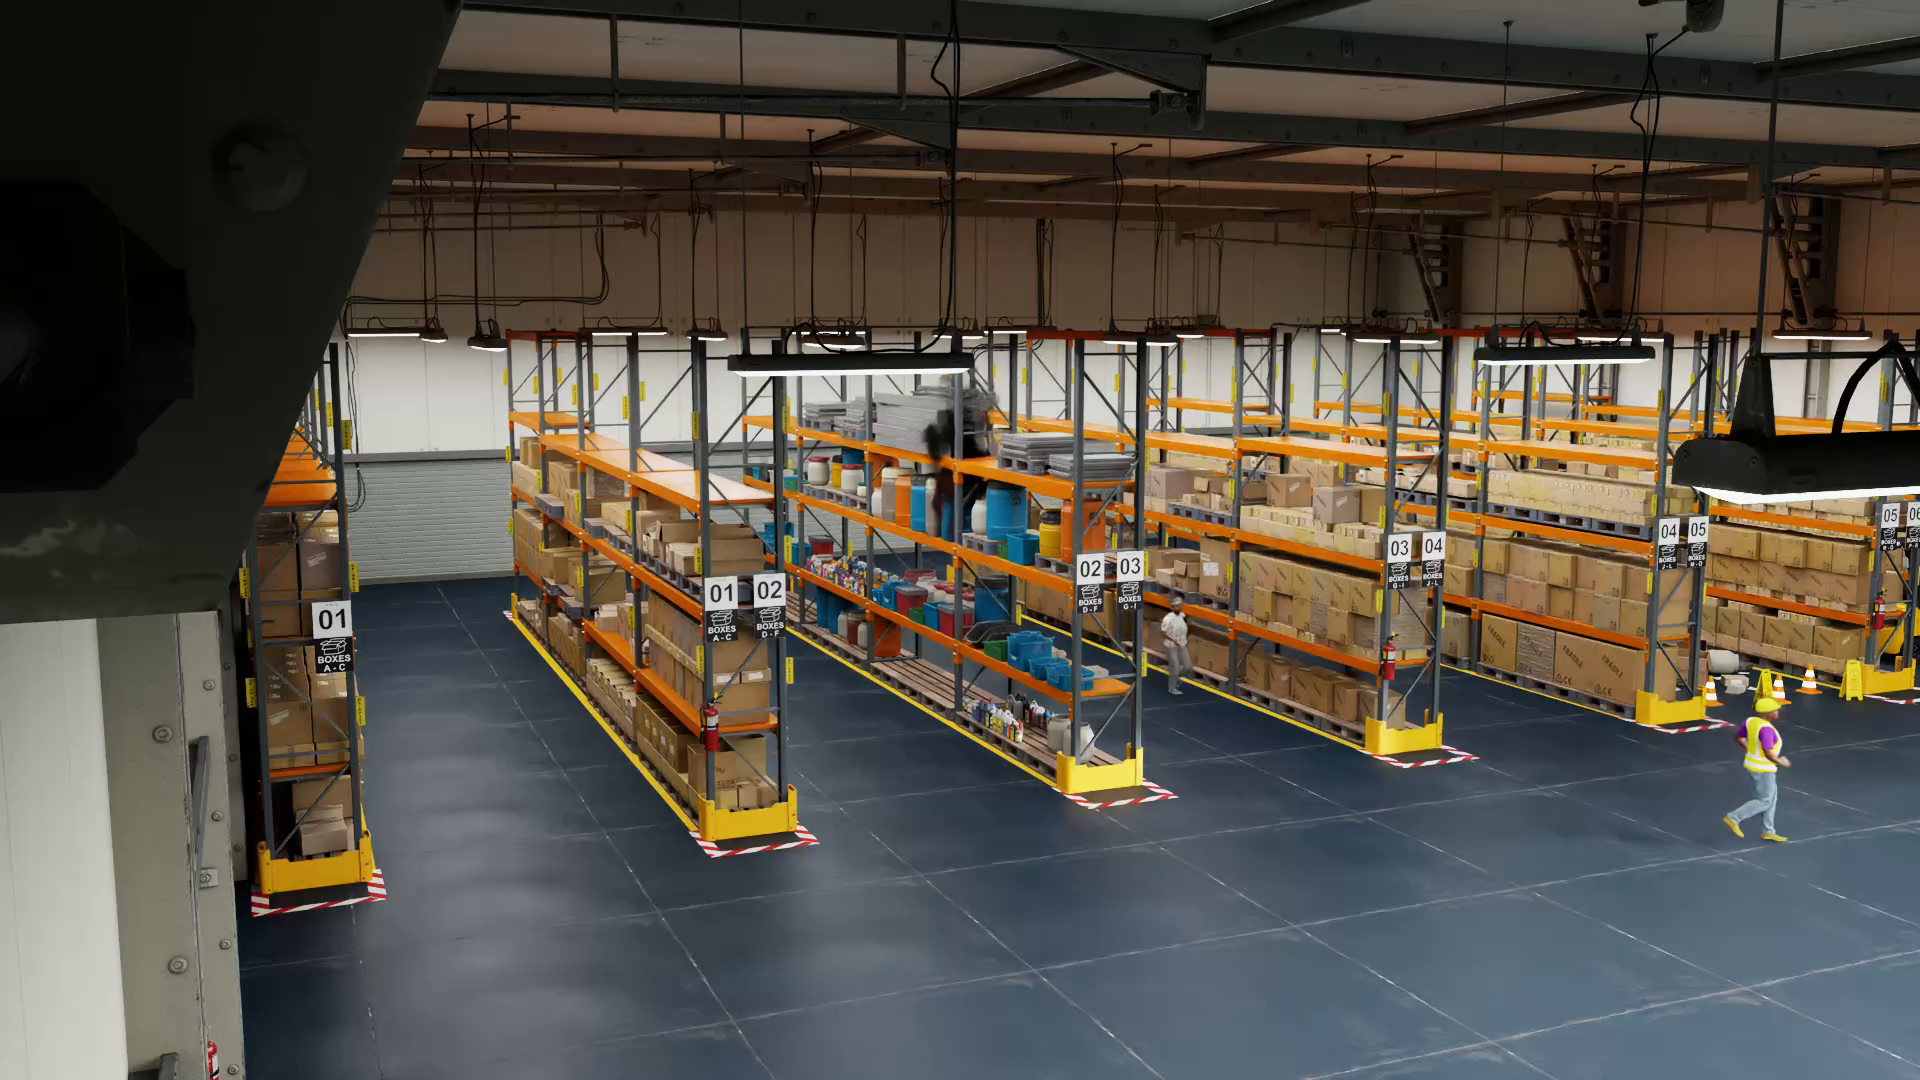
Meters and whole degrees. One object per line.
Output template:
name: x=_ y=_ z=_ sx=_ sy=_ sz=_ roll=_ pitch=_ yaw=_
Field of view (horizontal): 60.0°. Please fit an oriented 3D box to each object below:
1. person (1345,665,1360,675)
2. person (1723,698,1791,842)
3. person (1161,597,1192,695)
person: x=6.964 y=1.576 z=29.161 sx=0.581 sy=1.603 sz=0.536 roll=-4 pitch=9 yaw=-29
person: x=9.592 y=2.761 z=19.978 sx=0.791 sy=1.767 sz=0.725 roll=1 pitch=8 yaw=4
person: x=3.618 y=1.758 z=27.633 sx=0.550 sy=1.655 sz=0.524 roll=-4 pitch=9 yaw=-26
